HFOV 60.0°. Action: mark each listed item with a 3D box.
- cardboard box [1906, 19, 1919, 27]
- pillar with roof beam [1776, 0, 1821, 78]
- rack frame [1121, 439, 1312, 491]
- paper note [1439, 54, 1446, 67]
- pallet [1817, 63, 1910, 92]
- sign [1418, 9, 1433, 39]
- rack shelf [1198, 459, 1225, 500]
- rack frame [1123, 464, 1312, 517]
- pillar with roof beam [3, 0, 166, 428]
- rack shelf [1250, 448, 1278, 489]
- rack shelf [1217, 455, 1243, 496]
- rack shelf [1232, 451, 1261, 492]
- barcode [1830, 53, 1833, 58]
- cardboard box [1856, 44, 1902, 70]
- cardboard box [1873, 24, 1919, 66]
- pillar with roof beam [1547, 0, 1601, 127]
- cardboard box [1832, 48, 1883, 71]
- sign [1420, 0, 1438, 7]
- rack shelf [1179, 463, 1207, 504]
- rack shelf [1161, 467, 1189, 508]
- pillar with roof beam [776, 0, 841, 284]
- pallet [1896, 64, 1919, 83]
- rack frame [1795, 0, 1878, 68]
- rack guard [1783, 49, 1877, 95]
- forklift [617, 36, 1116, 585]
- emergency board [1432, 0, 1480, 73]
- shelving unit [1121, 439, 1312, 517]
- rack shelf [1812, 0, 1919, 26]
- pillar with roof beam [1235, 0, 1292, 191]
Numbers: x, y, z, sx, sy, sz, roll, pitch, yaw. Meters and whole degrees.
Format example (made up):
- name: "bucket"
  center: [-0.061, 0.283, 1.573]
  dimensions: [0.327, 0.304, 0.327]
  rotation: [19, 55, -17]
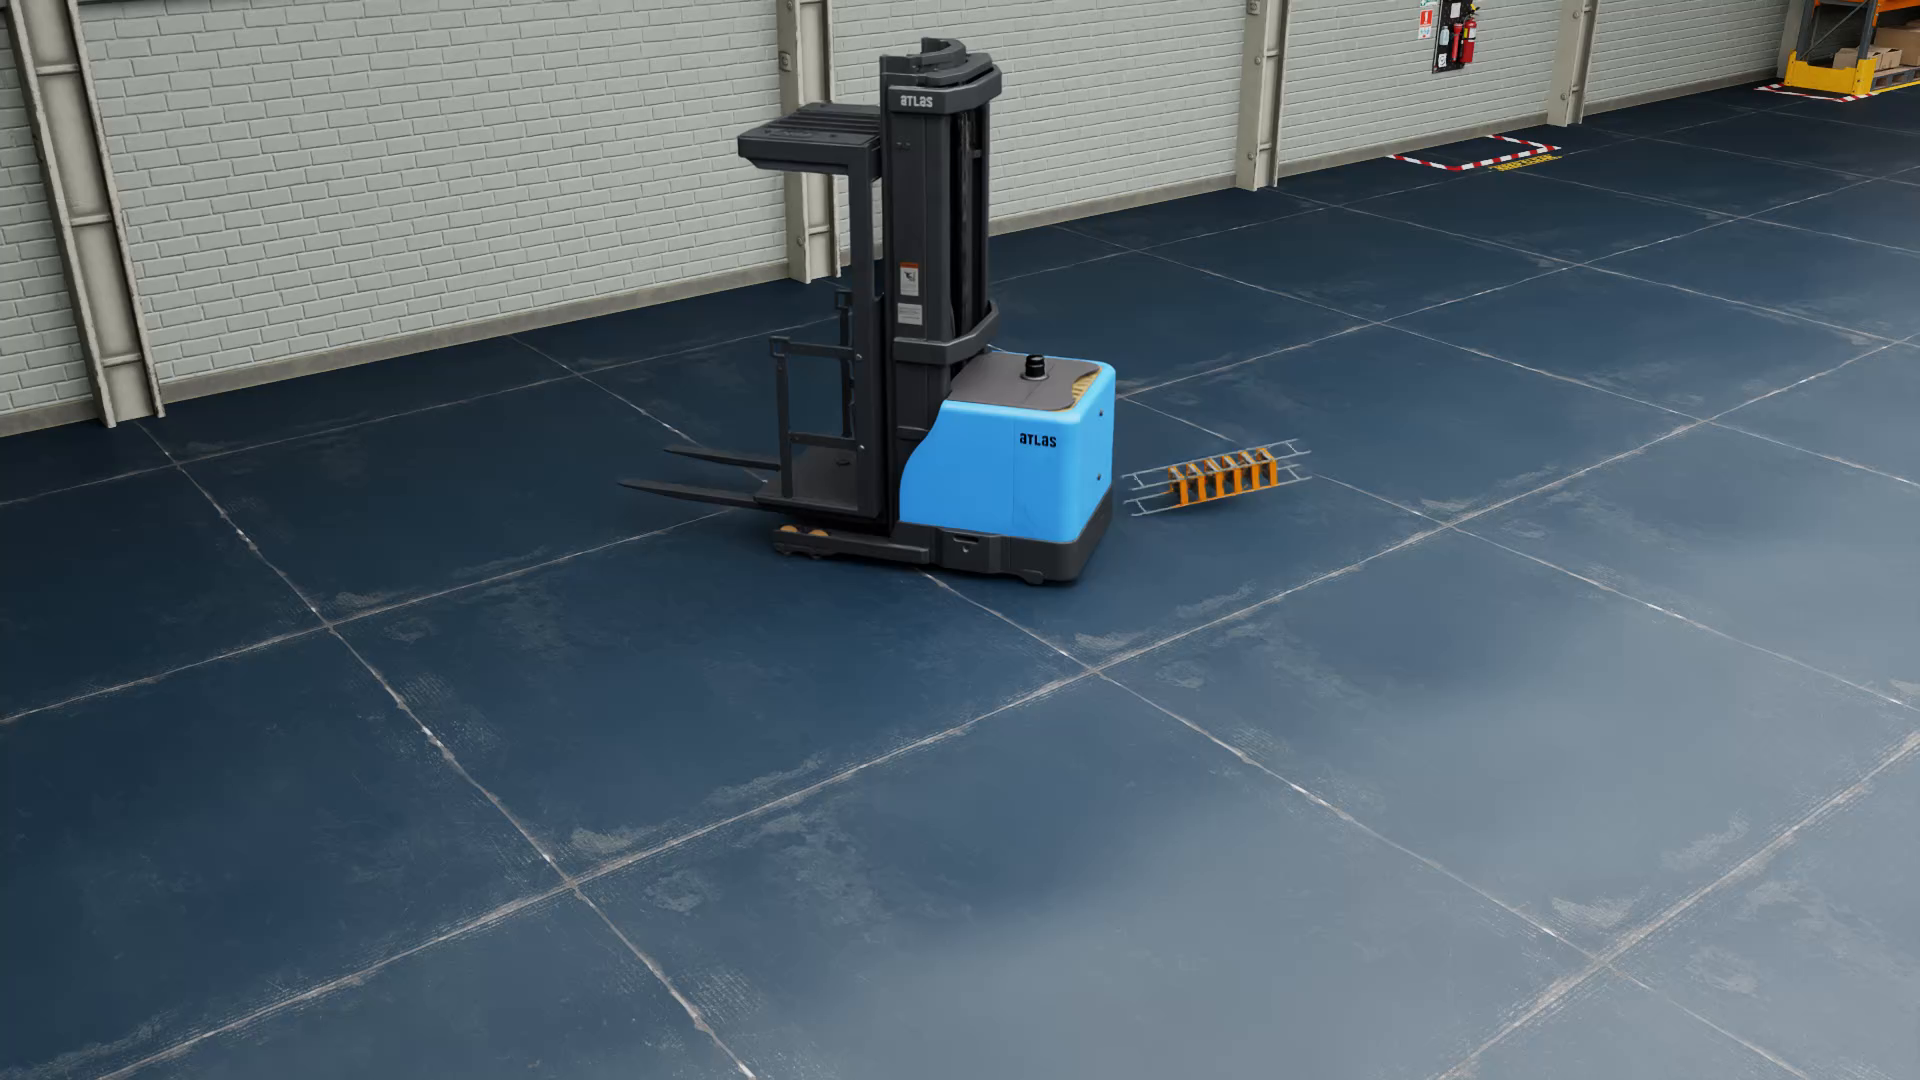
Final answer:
- name: "cardboard box"
  center: [15.142, -7.858, 26.066]
  dimensions: [0.500, 0.500, 0.500]
  rotation: [-21, 32, -38]
- name: "pillar with roof beam"
  center: [15.460, -9.800, 20.676]
  dimensions: [0.400, 9.000, 9.100]
  rotation: [-18, 31, -34]
- name: "rack frame"
  center: [1.639, -0.486, 10.654]
  dimensions: [1.200, 0.006, 0.240]
  rotation: [-12, 26, -7]
- name: "paper note"
  center: [5.932, -5.894, 20.433]
  dimensions: [0.142, 0.148, 0.016]
  rotation: [-18, 31, -34]
- name: "pallet"
  center: [13.507, -6.991, 25.062]
  dimensions: [1.213, 0.211, 1.003]
  rotation: [-18, 31, -34]
- name: "sign"
  center: [5.615, -6.224, 20.054]
  dimensions: [0.234, 0.329, 0.001]
  rotation: [-18, 31, -34]
- name: "rack shelf"
  center: [1.608, -0.395, 10.689]
  dimensions: [0.103, 0.180, 0.258]
  rotation: [-12, 26, -7]
- name: "rack frame"
  center: [1.664, -0.323, 10.735]
  dimensions: [1.200, 0.006, 0.240]
  rotation: [-12, 26, -7]
- name: "pillar with roof beam"
  center: [-3.426, -3.565, 7.243]
  dimensions: [0.400, 9.000, 9.100]
  rotation: [-18, 31, -34]
- name: "rack shelf"
  center: [1.958, -0.470, 10.734]
  dimensions: [0.103, 0.180, 0.258]
  rotation: [-12, 26, -7]
- name: "rack shelf"
  center: [1.725, -0.420, 10.704]
  dimensions: [0.103, 0.180, 0.258]
  rotation: [-12, 26, -7]
- name: "rack shelf"
  center: [1.841, -0.445, 10.719]
  dimensions: [0.103, 0.180, 0.258]
  rotation: [-12, 26, -7]
- name: "barcode"
  center: [13.154, -7.308, 25.093]
  dimensions: [0.075, 0.075, 0.001]
  rotation: [-18, 31, -34]
- name: "cardboard box"
  center: [13.835, -7.314, 25.118]
  dimensions: [0.500, 0.311, 0.500]
  rotation: [-15, 29, -30]
- name: "cardboard box"
  center: [14.443, -7.574, 25.453]
  dimensions: [0.500, 0.500, 0.700]
  rotation: [-21, 32, -37]
- name: "pillar with roof beam"
  center: [10.739, -8.241, 17.318]
  dimensions: [0.400, 9.000, 9.100]
  rotation: [-18, 31, -34]
- name: "cardboard box"
  center: [13.387, -7.166, 24.799]
  dimensions: [0.500, 0.311, 0.500]
  rotation: [-23, 33, -40]
- name: "sign"
  center: [5.624, -6.462, 19.939]
  dimensions: [0.331, 0.109, 0.001]
  rotation: [-18, 31, -34]
- name: "rack shelf"
  center: [1.492, -0.371, 10.674]
  dimensions: [0.103, 0.180, 0.258]
  rotation: [-12, 26, -7]
- name: "rack shelf"
  center: [1.376, -0.346, 10.659]
  dimensions: [0.103, 0.180, 0.258]
  rotation: [-12, 26, -7]
- name: "pillar with roof beam"
  center: [1.296, -5.124, 10.601]
  dimensions: [0.400, 9.000, 9.100]
  rotation: [-18, 31, -34]
- name: "pallet"
  center: [14.467, -7.306, 25.741]
  dimensions: [1.213, 0.211, 1.003]
  rotation: [-18, 31, -34]
- name: "rack frame"
  center: [12.787, -8.036, 24.003]
  dimensions: [0.127, 3.000, 1.000]
  rotation: [-18, 31, -34]
- name: "rack guard"
  center: [12.846, -6.922, 24.571]
  dimensions: [0.348, 0.500, 1.175]
  rotation: [-18, 31, -34]
- name: "forklift"
  center: [-0.626, -1.424, 9.836]
  dimensions: [3.031, 2.935, 1.130]
  rotation: [8, 26, 16]
- name: "emergency board"
  center: [6.114, -6.317, 20.298]
  dimensions: [0.643, 1.169, 0.194]
  rotation: [-18, 31, -34]
- name: "shelving unit"
  center: [1.651, -0.405, 10.695]
  dimensions: [1.200, 0.189, 0.258]
  rotation: [-12, 26, -7]
- name: "rack shelf"
  center: [14.360, -8.230, 25.274]
  dimensions: [4.000, 0.370, 1.077]
  rotation: [-18, 31, -34]
- name: "pillar with roof beam"
  center: [6.017, -6.683, 13.960]
  dimensions: [0.400, 9.000, 9.100]
  rotation: [-18, 31, -34]
